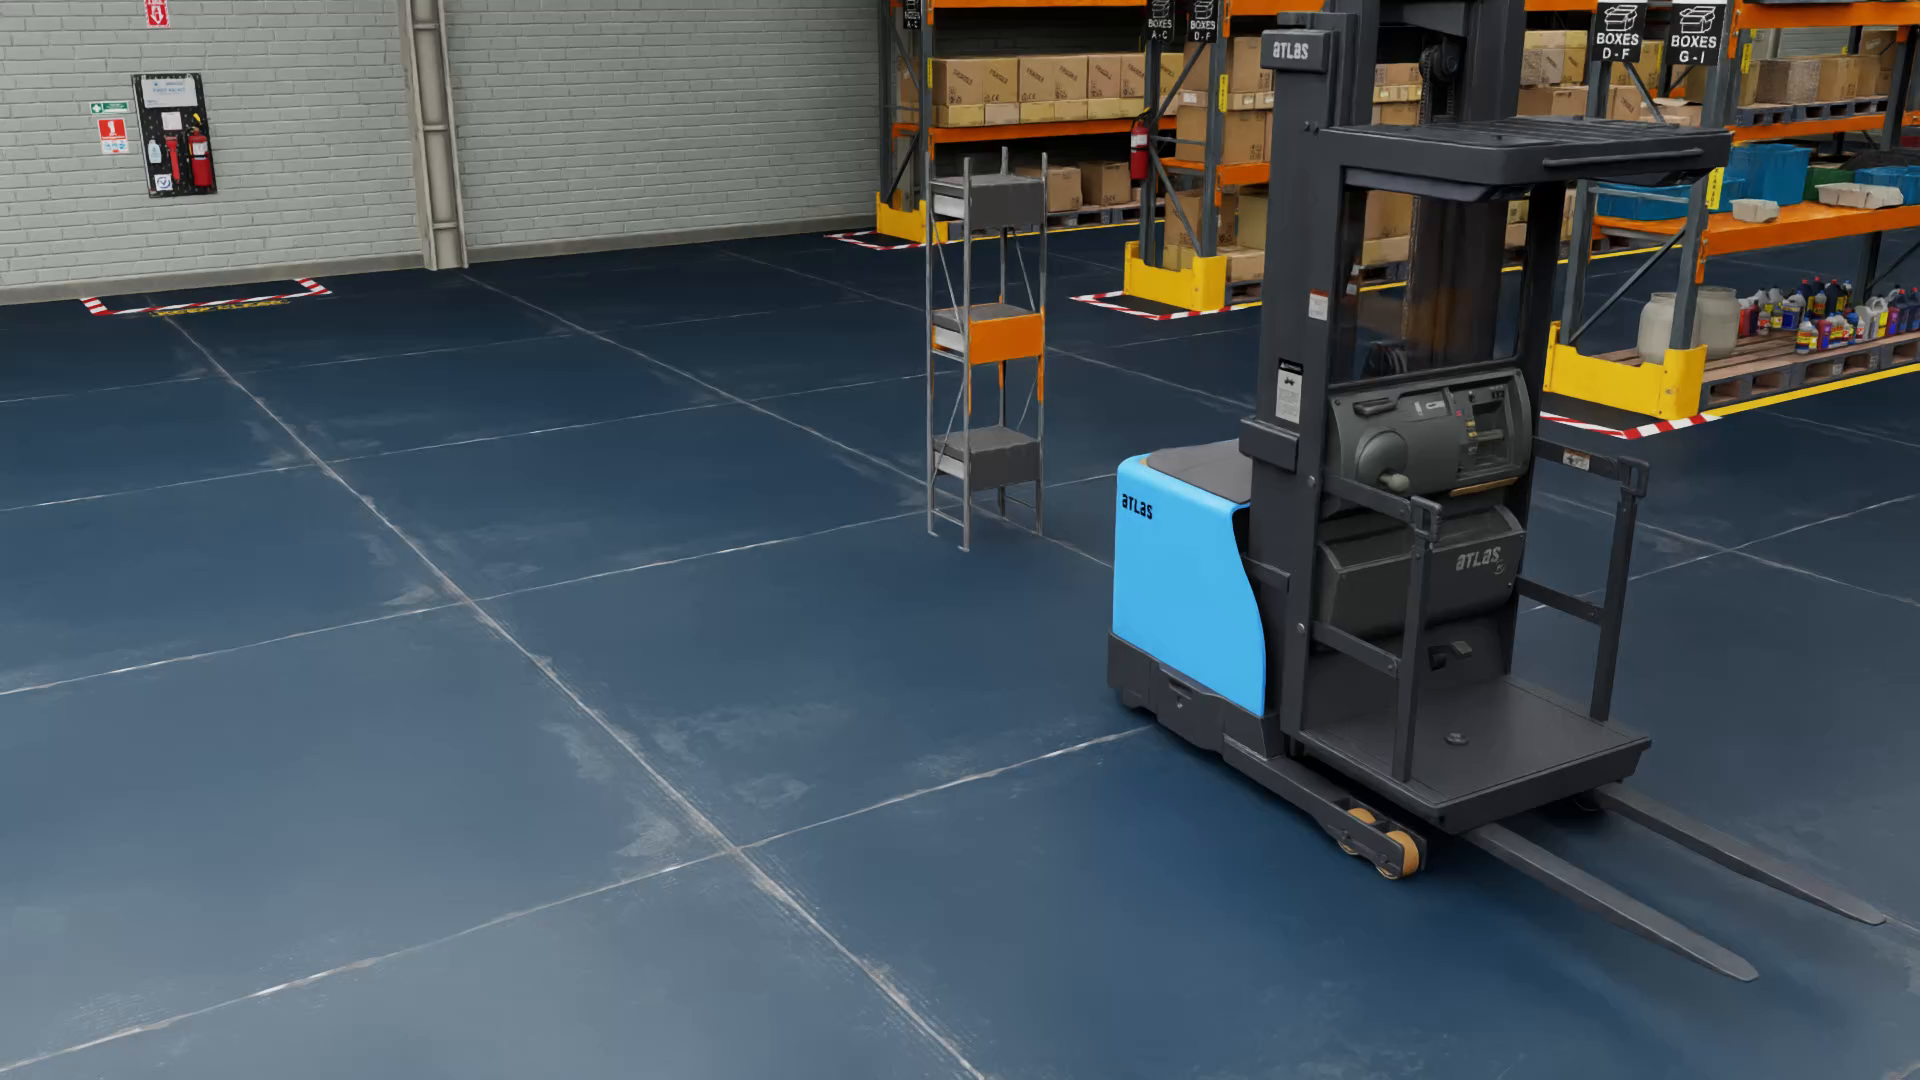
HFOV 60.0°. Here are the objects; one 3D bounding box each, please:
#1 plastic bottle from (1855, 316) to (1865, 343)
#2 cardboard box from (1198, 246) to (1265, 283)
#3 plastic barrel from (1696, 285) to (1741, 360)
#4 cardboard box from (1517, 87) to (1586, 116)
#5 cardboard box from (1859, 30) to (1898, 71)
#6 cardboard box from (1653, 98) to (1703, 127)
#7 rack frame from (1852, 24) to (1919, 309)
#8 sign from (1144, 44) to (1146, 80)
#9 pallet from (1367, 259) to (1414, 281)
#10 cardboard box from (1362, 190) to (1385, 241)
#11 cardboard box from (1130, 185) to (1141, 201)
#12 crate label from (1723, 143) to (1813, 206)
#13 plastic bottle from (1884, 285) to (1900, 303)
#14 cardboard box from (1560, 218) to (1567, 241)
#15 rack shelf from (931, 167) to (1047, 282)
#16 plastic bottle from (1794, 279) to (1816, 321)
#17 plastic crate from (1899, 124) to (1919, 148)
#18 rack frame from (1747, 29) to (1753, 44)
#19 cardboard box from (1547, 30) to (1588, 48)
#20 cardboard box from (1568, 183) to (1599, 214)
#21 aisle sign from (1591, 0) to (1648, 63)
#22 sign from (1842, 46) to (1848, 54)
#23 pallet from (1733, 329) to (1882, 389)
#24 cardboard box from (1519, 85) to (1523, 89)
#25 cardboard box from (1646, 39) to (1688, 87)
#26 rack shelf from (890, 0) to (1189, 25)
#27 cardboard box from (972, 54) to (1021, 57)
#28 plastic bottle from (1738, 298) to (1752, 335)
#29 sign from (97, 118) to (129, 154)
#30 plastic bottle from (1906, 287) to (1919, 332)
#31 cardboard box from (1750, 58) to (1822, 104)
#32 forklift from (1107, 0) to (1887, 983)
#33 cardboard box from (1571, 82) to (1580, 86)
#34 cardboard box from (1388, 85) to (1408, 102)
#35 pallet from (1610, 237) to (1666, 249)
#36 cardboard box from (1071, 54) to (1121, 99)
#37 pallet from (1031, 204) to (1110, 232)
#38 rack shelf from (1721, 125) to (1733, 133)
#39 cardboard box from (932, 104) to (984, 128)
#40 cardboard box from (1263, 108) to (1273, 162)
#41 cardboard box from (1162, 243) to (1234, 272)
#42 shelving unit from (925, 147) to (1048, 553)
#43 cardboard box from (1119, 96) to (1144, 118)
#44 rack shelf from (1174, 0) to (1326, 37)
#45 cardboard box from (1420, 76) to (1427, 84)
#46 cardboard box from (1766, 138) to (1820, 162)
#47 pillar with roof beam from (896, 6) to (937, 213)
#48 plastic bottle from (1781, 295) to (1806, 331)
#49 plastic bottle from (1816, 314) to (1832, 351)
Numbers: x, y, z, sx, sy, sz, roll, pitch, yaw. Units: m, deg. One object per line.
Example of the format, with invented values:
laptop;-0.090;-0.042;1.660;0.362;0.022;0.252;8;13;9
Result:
plastic bottle;7.112;-1.670;13.183;0.097;0.201;0.097;0;19;0
cardboard box;2.651;-2.676;16.115;0.500;0.250;0.500;-12;22;-31
plastic barrel;5.729;-1.664;12.713;0.421;0.512;0.421;0;19;0
cardboard box;6.512;-4.721;18.368;0.500;0.500;0.500;-10;21;-28
cardboard box;12.383;-6.538;22.183;0.500;0.500;0.500;-12;22;-31
cardboard box;8.435;-5.059;19.666;0.500;0.311;0.500;-10;21;-28
rack frame;8.143;-3.124;13.801;0.127;3.000;1.000;-12;22;-31
sign;1.794;-4.553;15.852;0.005;0.325;0.100;-12;22;-31
pallet;4.735;-3.000;17.788;1.213;0.211;1.003;-12;22;-31
cardboard box;3.906;-3.295;16.774;0.500;0.500;0.500;-12;22;-31
cardboard box;2.264;-4.538;21.721;0.250;0.166;0.380;-16;24;-38
crate label;6.191;-2.833;12.885;0.616;0.435;0.502;-12;22;-31
plastic bottle;7.684;-1.925;13.706;0.185;0.351;0.144;-12;22;-31
cardboard box;6.323;-3.440;18.375;0.500;0.250;0.500;-11;22;-30
rack shelf;0.138;-1.674;8.775;0.480;0.518;0.431;-12;22;-31
plastic bottle;7.083;-2.013;13.965;0.185;0.351;0.144;-13;23;-34
plastic crate;8.379;-3.321;14.286;0.583;0.464;0.402;-12;22;-31
rack frame;12.716;-7.887;27.892;0.127;3.000;1.000;-12;22;-31
cardboard box;9.126;-7.585;25.175;0.500;0.250;0.500;-11;22;-30
cardboard box;7.187;-3.889;18.826;0.500;0.311;0.500;-11;22;-30
aisle sign;4.579;-3.718;11.499;0.004;0.787;0.394;-12;22;-31
sign;11.798;-6.412;22.177;0.005;0.325;0.100;-12;22;-31
pallet;6.539;-1.480;13.292;1.213;0.211;1.003;-12;22;-31
cardboard box;8.164;-6.726;24.818;0.250;0.149;0.380;-13;22;-33
cardboard box;11.694;-7.806;27.182;0.700;0.700;0.980;-12;22;-32
rack shelf;1.024;-6.502;20.233;4.000;0.370;1.077;-12;22;-31
cardboard box;0.486;-5.681;20.397;0.500;0.500;0.500;-13;22;-33
plastic bottle;6.321;-1.815;13.497;0.135;0.276;0.152;-12;22;-31
sign;-8.152;-3.889;16.009;0.234;0.329;0.001;-12;22;-31
plastic bottle;7.764;-1.887;13.592;0.185;0.351;0.144;-13;22;-33
cardboard box;10.095;-5.651;20.466;0.500;0.500;0.700;-8;20;-21
forklift;1.805;-0.380;5.791;1.130;2.935;3.031;-10;21;-28
cardboard box;9.249;-6.938;25.445;0.250;0.149;0.380;-12;22;-31
cardboard box;4.251;-4.476;16.631;0.250;0.149;0.380;-11;22;-30
pallet;8.054;-3.698;19.855;1.213;0.211;1.003;-12;22;-31
cardboard box;1.629;-5.726;20.531;0.500;0.500;0.500;-13;22;-33
pallet;1.133;-4.109;21.069;1.213;0.211;1.003;-12;22;-31
rack shelf;7.092;-4.461;18.880;4.000;0.370;1.077;-12;22;-31
cardboard box;-0.064;-5.009;19.580;0.500;0.250;0.500;-13;22;-33
cardboard box;2.914;-3.965;16.133;0.500;0.500;0.700;-11;22;-30
cardboard box;2.367;-2.815;16.525;0.500;0.250;0.500;-12;22;-31
shelving unit;0.138;-1.024;8.995;0.503;2.100;0.431;-12;22;-31
cardboard box;2.045;-5.462;20.921;0.500;0.250;0.500;-12;22;-31
rack shelf;3.752;-5.177;16.315;4.000;0.370;1.077;-12;22;-31
cardboard box;4.633;-4.942;16.998;0.500;0.500;0.700;-12;22;-32
cardboard box;10.730;-5.042;21.520;0.500;0.250;0.500;-12;22;-31
pillar with roof beam;1.830;-7.114;16.238;0.400;9.000;9.100;-12;22;-31
plastic bottle;6.830;-1.868;13.651;0.135;0.276;0.152;-12;22;-31
plastic bottle;6.687;-1.612;12.884;0.133;0.283;0.061;-11;22;-31
